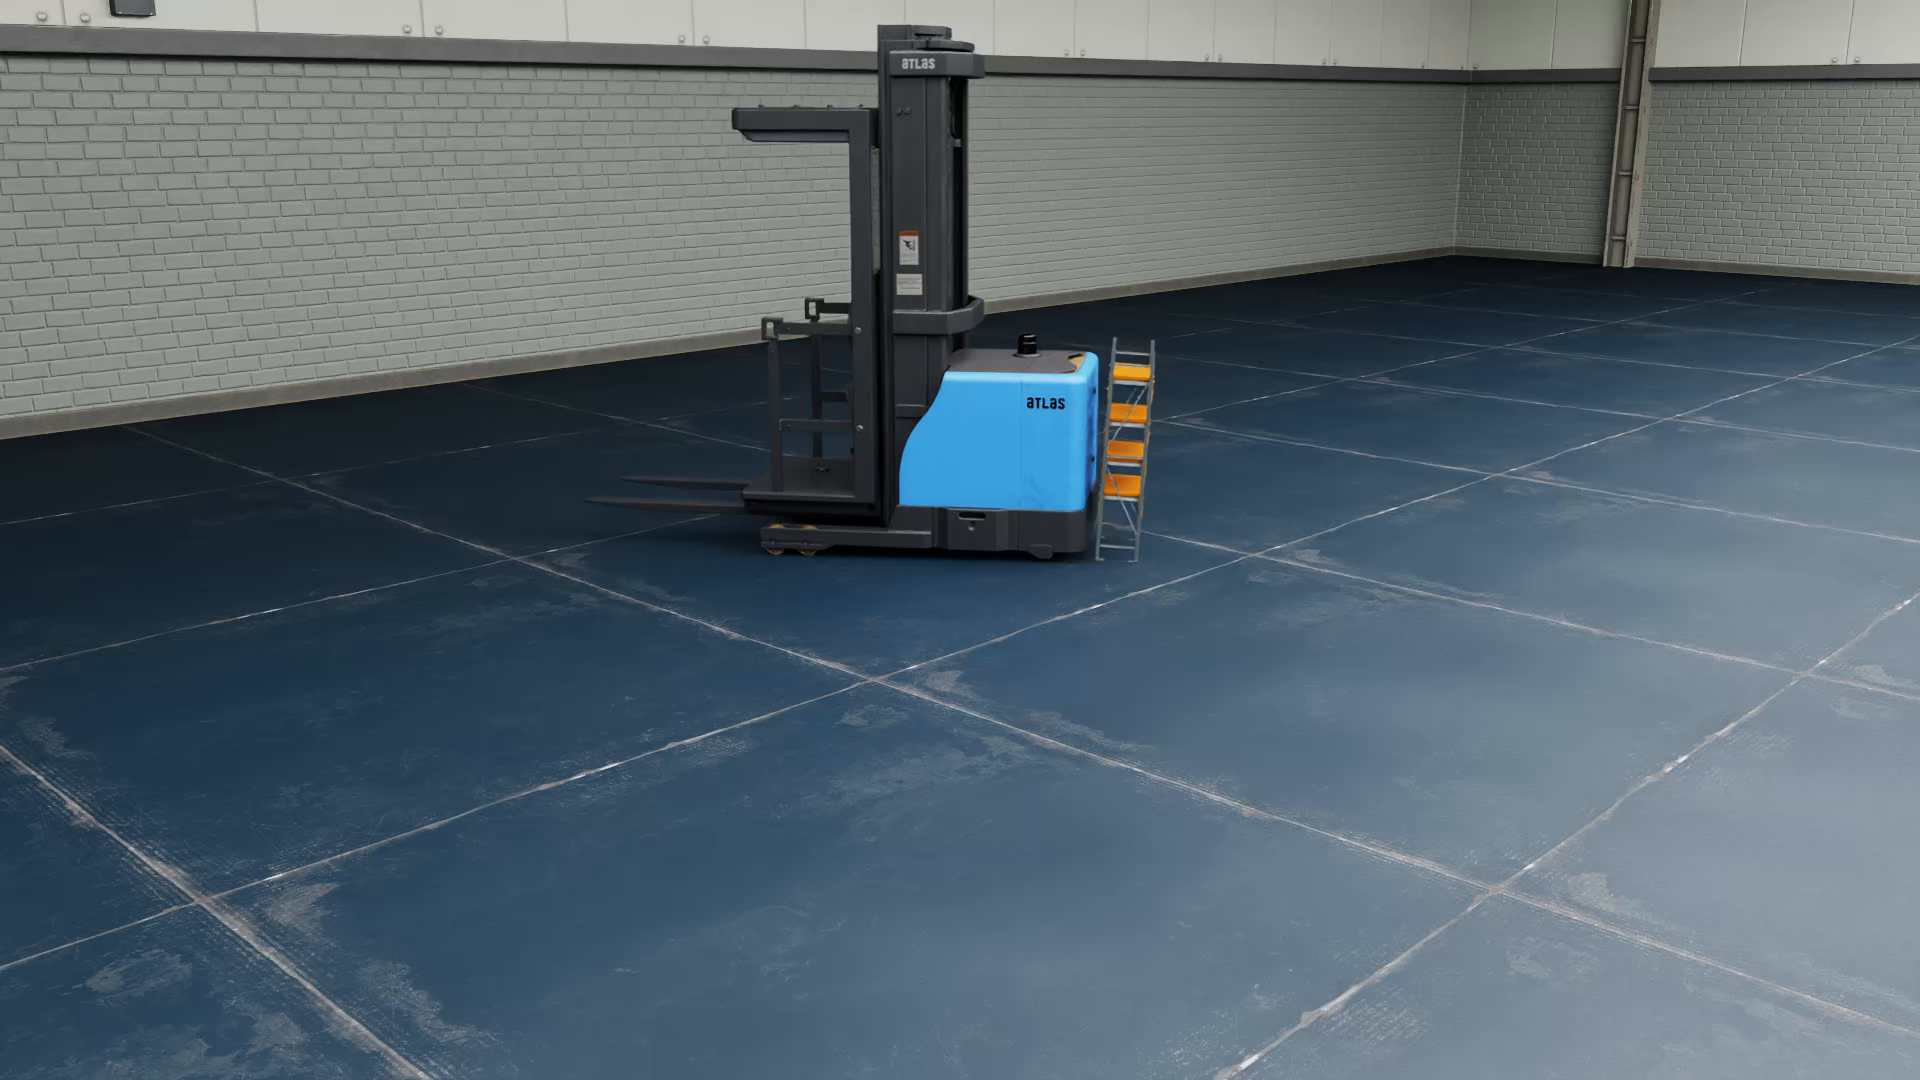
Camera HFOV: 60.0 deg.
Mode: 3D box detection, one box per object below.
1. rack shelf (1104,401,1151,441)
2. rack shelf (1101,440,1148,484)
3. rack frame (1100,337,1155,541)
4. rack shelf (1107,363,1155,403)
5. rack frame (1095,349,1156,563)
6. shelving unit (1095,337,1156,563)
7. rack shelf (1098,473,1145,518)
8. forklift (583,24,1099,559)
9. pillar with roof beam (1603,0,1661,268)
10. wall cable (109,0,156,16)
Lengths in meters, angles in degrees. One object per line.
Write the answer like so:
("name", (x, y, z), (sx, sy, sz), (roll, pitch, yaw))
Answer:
("rack shelf", (0.955, -0.673, 9.487), (0.258, 0.148, 0.480), (5, 15, 5))
("rack shelf", (0.942, -0.457, 9.544), (0.258, 0.148, 0.480), (5, 15, 5))
("rack frame", (0.971, -0.583, 9.762), (0.240, 1.200, 0.015), (5, 15, 5))
("rack shelf", (0.968, -0.901, 9.426), (0.258, 0.148, 0.480), (5, 15, 5))
("rack frame", (0.921, -0.461, 9.292), (0.240, 1.200, 0.015), (5, 15, 5))
("shelving unit", (0.946, -0.522, 9.527), (0.258, 1.200, 0.503), (5, 15, 5))
("rack shelf", (0.931, -0.266, 9.596), (0.258, 0.148, 0.480), (5, 15, 5))
("forklift", (-0.713, -1.462, 9.728), (3.031, 2.935, 1.130), (2, 15, 9))
("pillar with roof beam", (7.697, -8.017, 22.854), (0.400, 9.000, 9.100), (14, 20, 42))
("wall cable", (-5.781, -7.203, 12.984), (0.169, 6.003, 2.305), (14, 20, 42))
